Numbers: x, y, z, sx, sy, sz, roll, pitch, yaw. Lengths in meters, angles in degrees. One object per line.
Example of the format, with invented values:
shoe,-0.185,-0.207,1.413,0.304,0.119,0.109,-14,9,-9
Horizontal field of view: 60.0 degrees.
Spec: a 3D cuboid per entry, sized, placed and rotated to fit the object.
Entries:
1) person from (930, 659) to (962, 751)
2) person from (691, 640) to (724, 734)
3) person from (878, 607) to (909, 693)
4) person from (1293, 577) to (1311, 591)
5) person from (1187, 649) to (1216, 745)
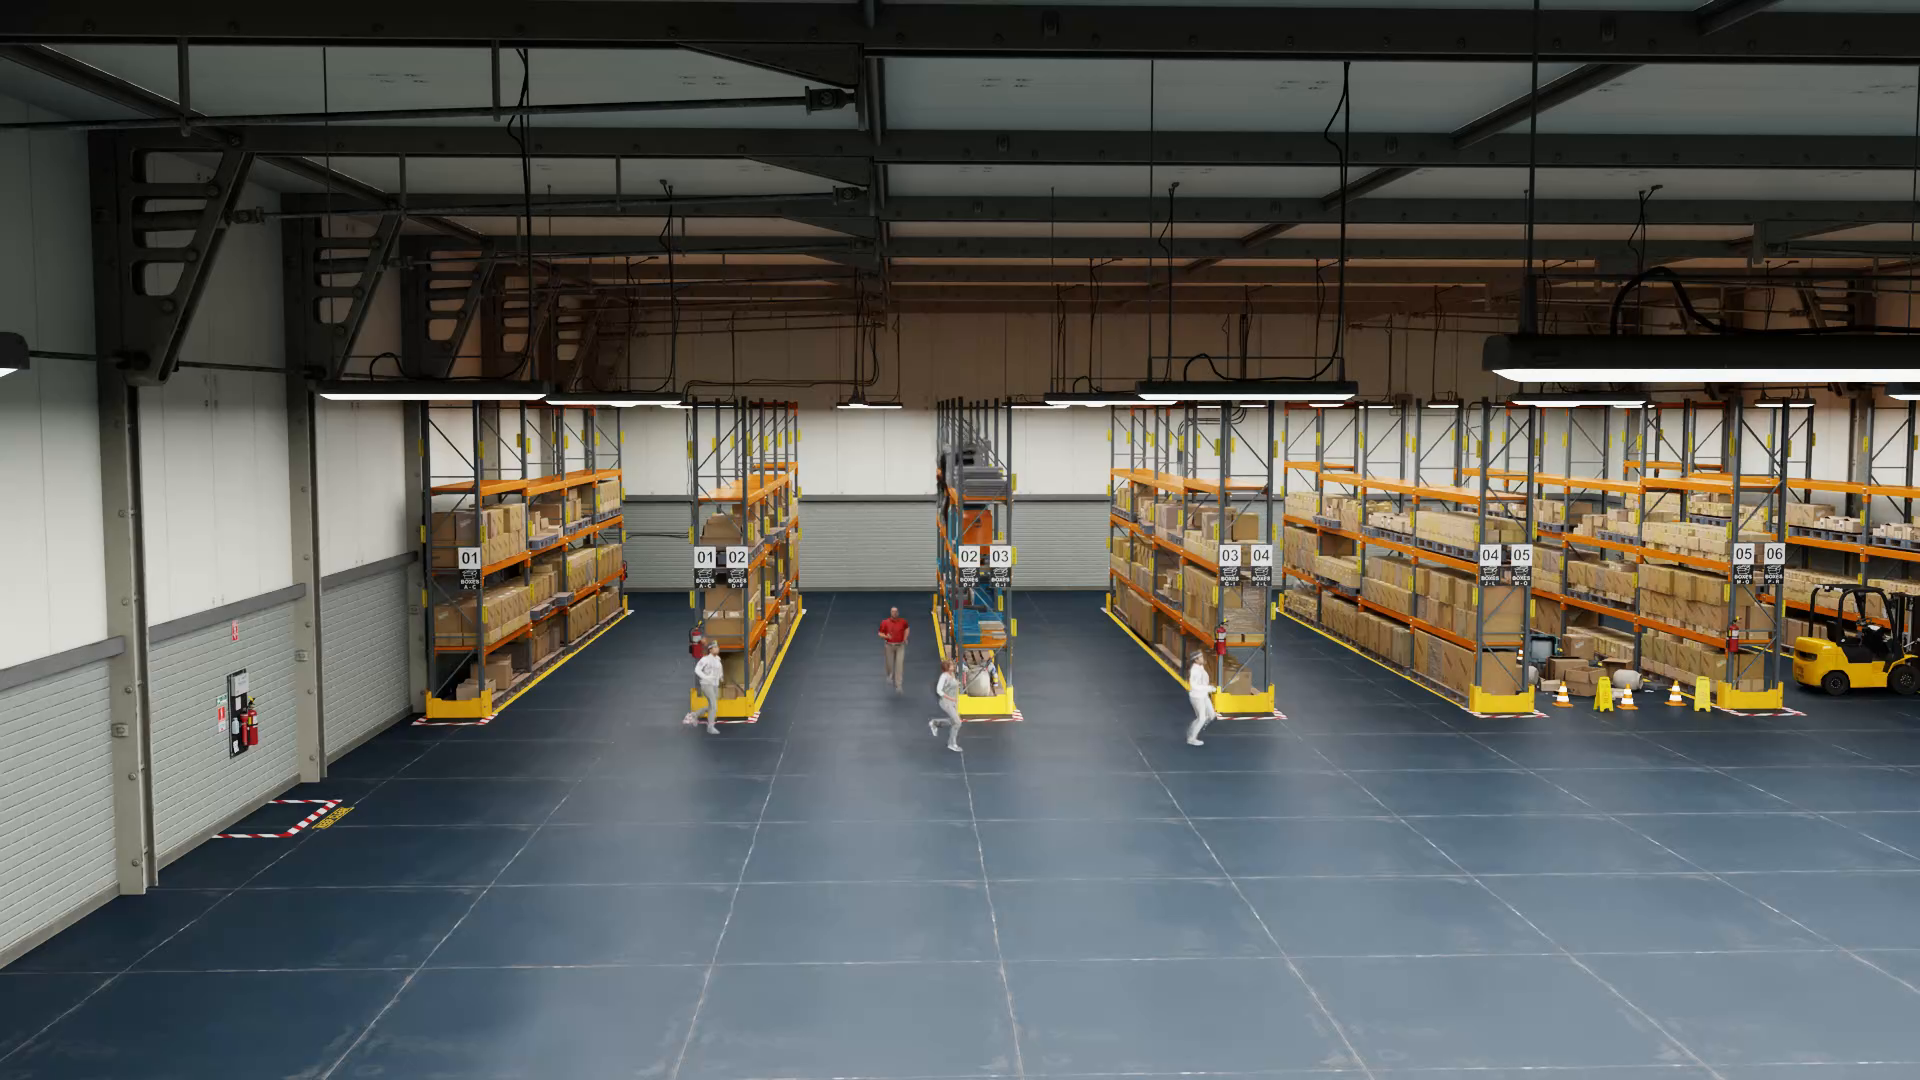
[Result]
person,-0.251,2.789,28.181,0.606,1.554,0.564,1,5,18
person,-4.499,2.614,29.817,0.679,1.655,0.659,3,5,32
person,-1.333,2.208,33.953,0.665,1.699,1.010,-1,4,-9
person,10.165,1.099,49.178,0.531,1.728,0.991,3,5,29
person,4.155,2.687,28.479,0.546,1.655,0.603,2,5,24
